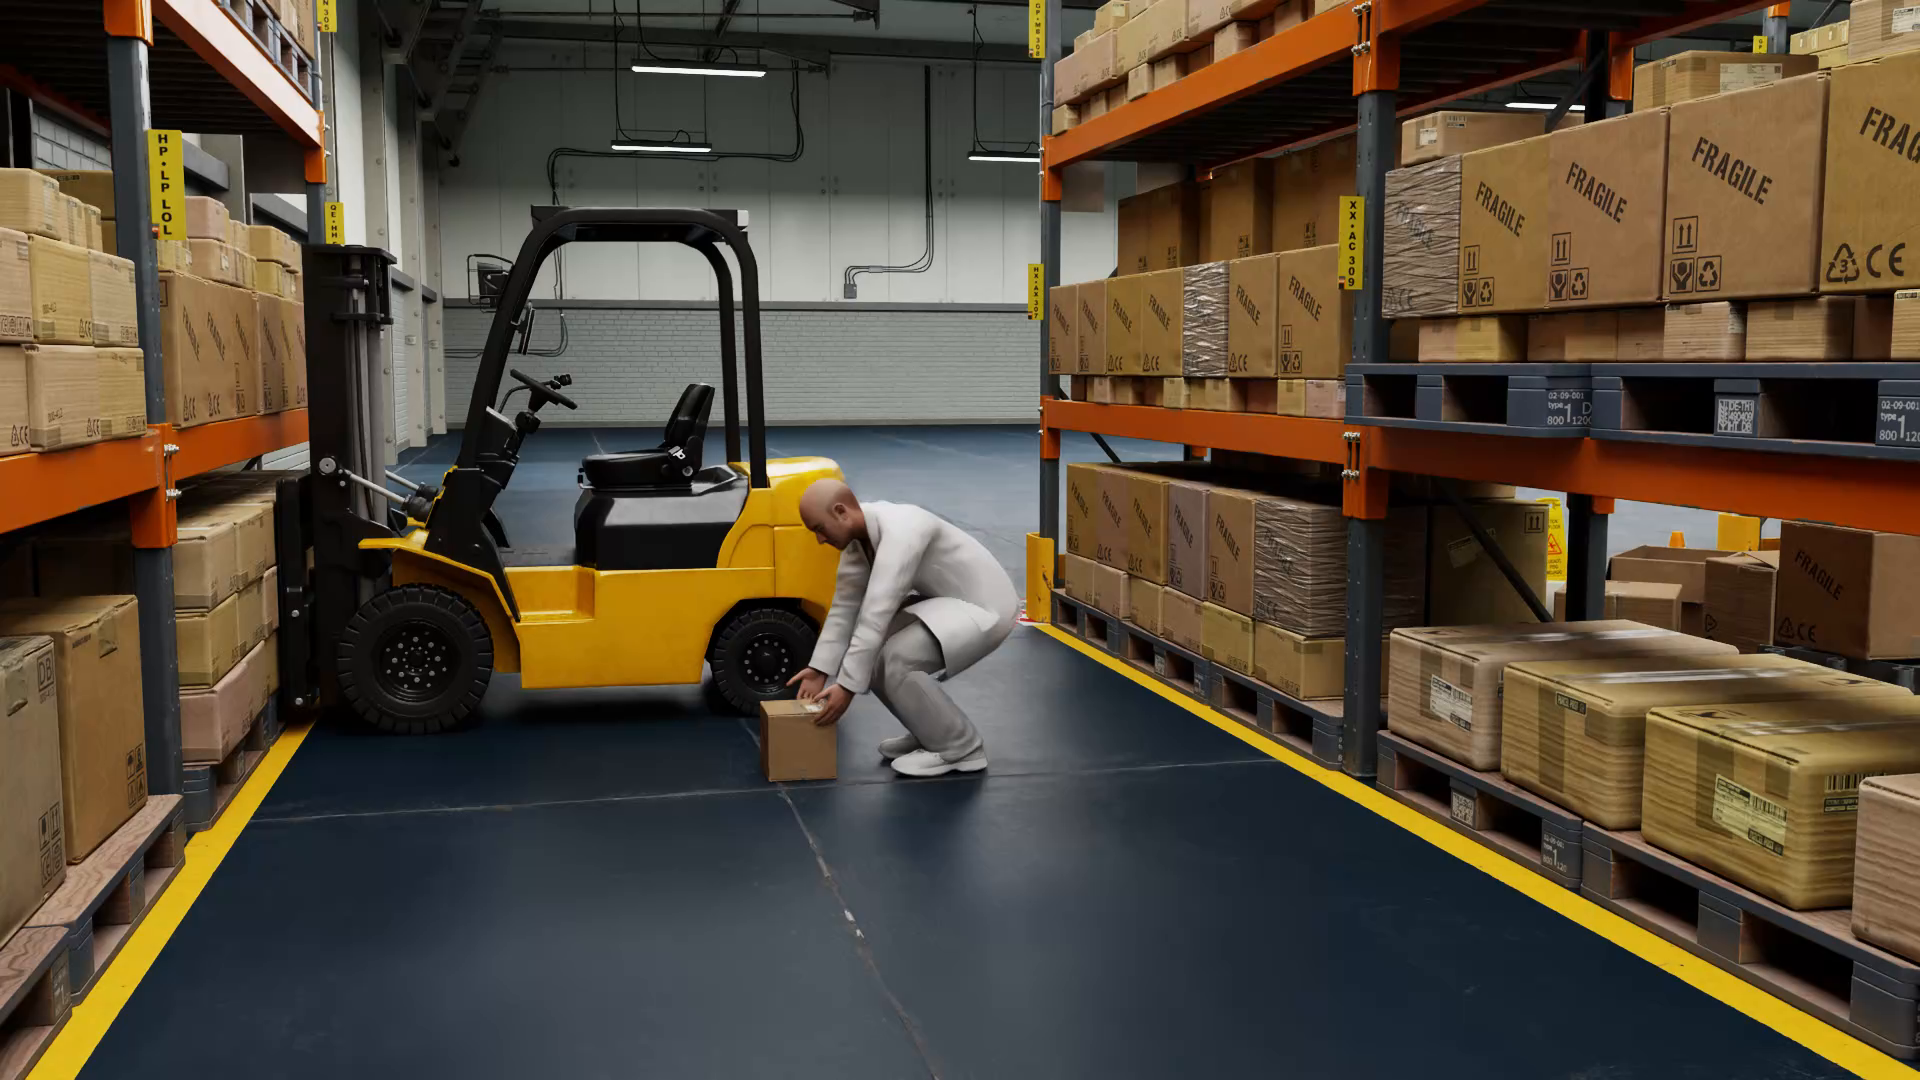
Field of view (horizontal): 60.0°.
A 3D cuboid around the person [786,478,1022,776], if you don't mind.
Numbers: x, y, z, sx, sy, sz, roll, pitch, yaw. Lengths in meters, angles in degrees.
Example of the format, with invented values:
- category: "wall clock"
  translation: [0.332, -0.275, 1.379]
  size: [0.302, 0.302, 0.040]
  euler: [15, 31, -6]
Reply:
- category: "person"
  translation: [-0.192, 0.313, 6.189]
  size: [0.867, 1.092, 0.616]
  euler: [-1, 6, -14]
